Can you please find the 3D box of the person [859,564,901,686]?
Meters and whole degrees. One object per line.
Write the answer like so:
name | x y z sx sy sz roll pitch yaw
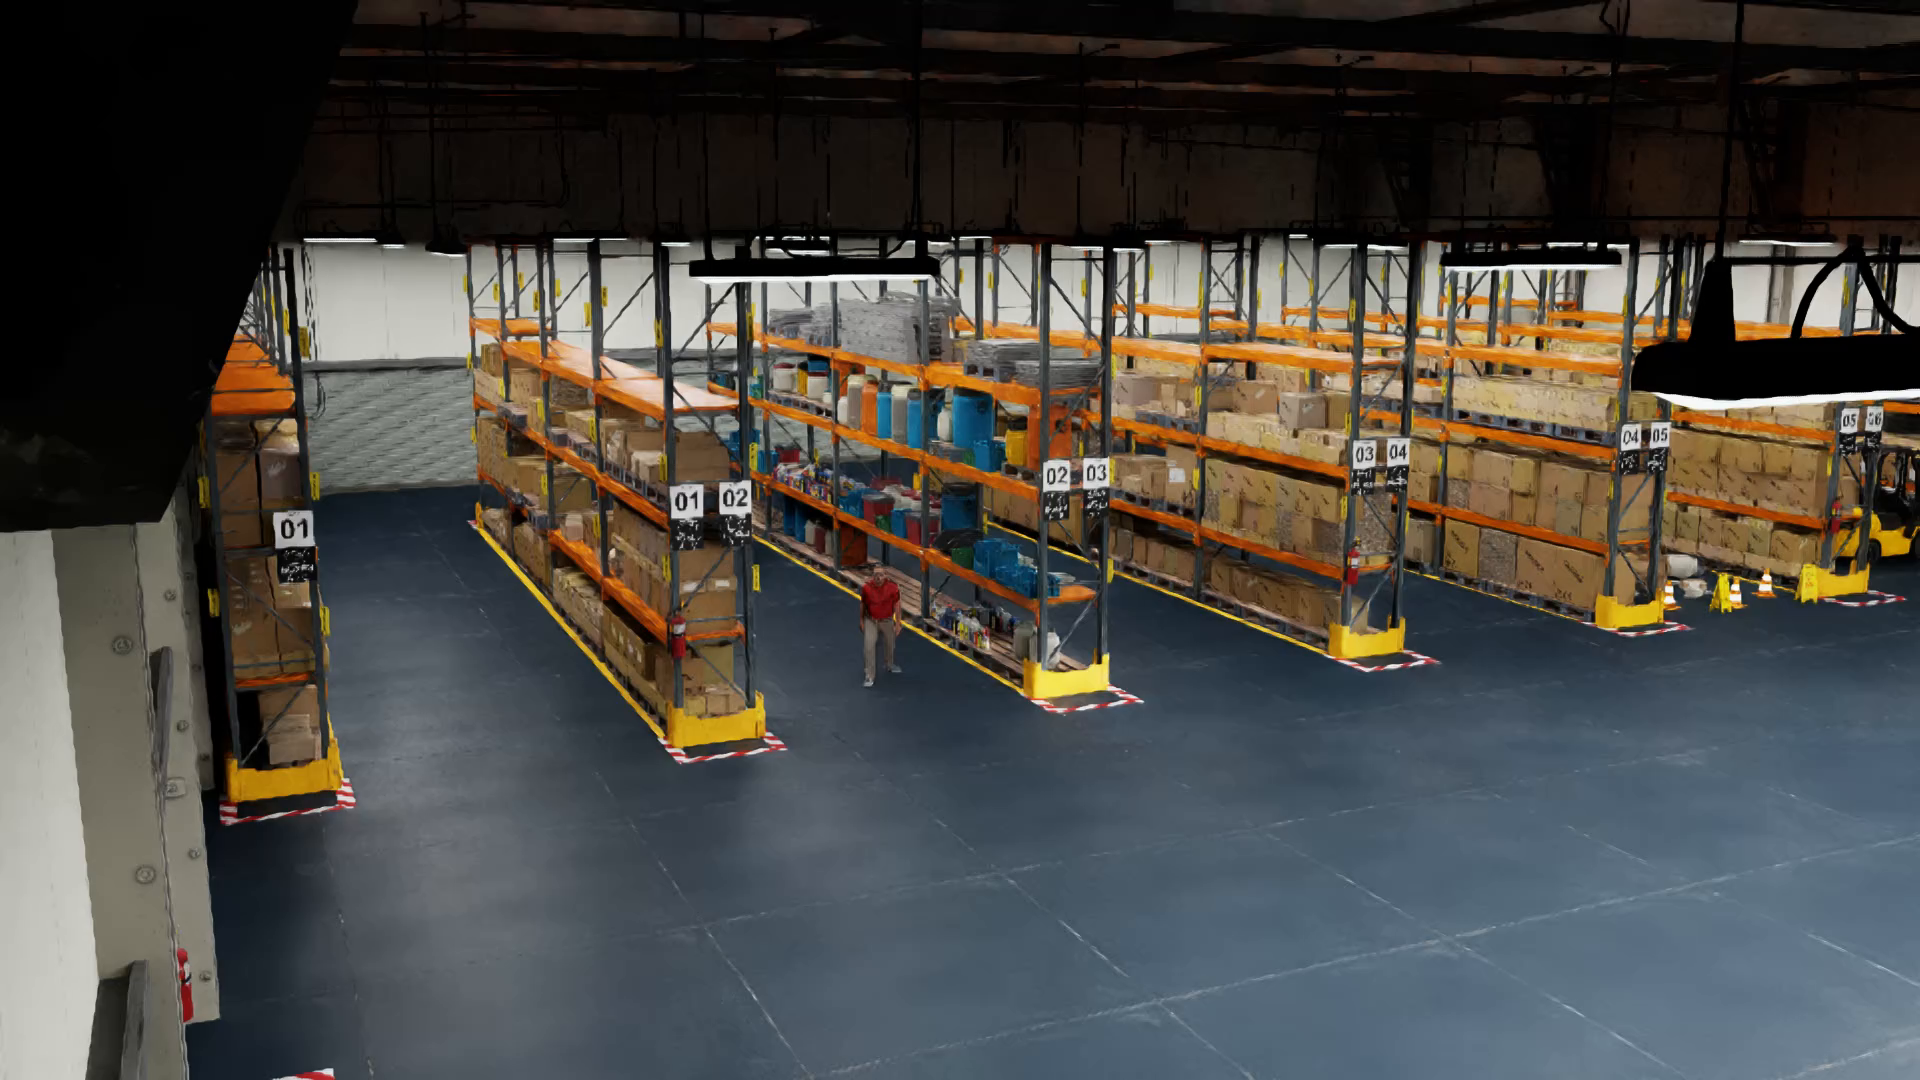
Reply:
person | -1.100 1.129 22.930 0.583 1.668 0.981 0 11 -2
